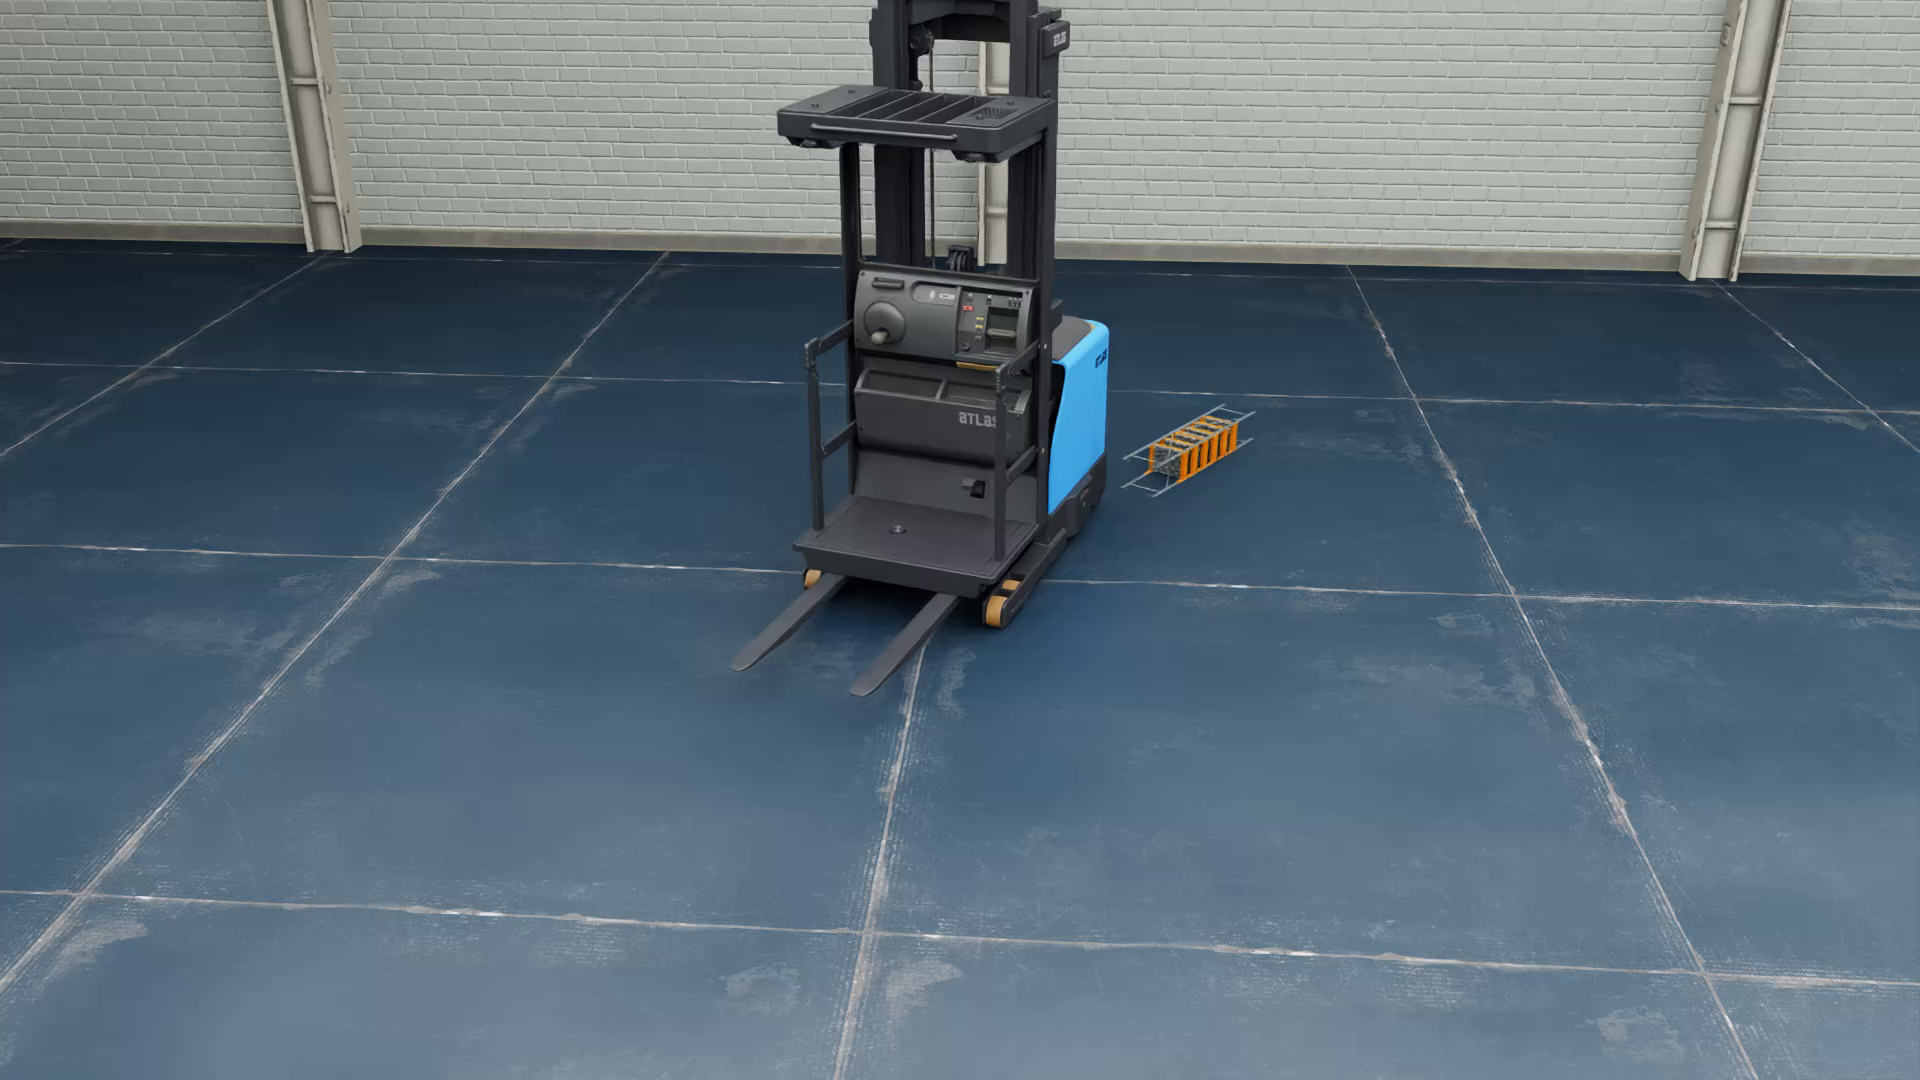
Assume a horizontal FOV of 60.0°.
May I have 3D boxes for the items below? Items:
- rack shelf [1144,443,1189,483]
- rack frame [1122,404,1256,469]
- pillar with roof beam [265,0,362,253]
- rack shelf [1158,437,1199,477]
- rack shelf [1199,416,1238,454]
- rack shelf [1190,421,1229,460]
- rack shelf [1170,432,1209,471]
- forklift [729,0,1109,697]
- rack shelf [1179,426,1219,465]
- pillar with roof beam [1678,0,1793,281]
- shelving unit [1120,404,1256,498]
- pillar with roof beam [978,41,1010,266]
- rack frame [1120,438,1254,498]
[{"bbox_3d":[1.245,-0.470,10.039,0.258,0.180,0.103,18,30,34],"label":"rack shelf"},{"bbox_3d":[1.420,-0.647,10.205,0.240,0.006,1.200,18,30,34],"label":"rack frame"},{"bbox_3d":[-5.948,-4.924,9.186,0.400,9.000,9.100,2,25,4],"label":"pillar with roof beam"},{"bbox_3d":[1.319,-0.509,10.125,0.258,0.180,0.103,18,30,34],"label":"rack shelf"},{"bbox_3d":[1.613,-0.668,10.470,0.258,0.180,0.103,18,30,34],"label":"rack shelf"},{"bbox_3d":[1.540,-0.628,10.384,0.258,0.180,0.103,18,30,34],"label":"rack shelf"},{"bbox_3d":[1.393,-0.549,10.211,0.258,0.180,0.103,18,30,34],"label":"rack shelf"},{"bbox_3d":[-0.167,-1.088,8.109,1.130,2.935,3.031,9,26,20],"label":"forklift"},{"bbox_3d":[1.466,-0.589,10.297,0.258,0.180,0.103,18,30,34],"label":"rack shelf"},{"bbox_3d":[6.017,-4.540,8.351,0.400,9.000,9.100,2,25,4],"label":"pillar with roof beam"},{"bbox_3d":[1.420,-0.564,10.243,0.258,0.189,1.200,18,30,34],"label":"shelving unit"},{"bbox_3d":[0.034,-4.732,8.768,0.400,9.000,9.100,2,25,4],"label":"pillar with roof beam"},{"bbox_3d":[1.420,-0.480,10.281,0.240,0.006,1.200,18,30,34],"label":"rack frame"}]
